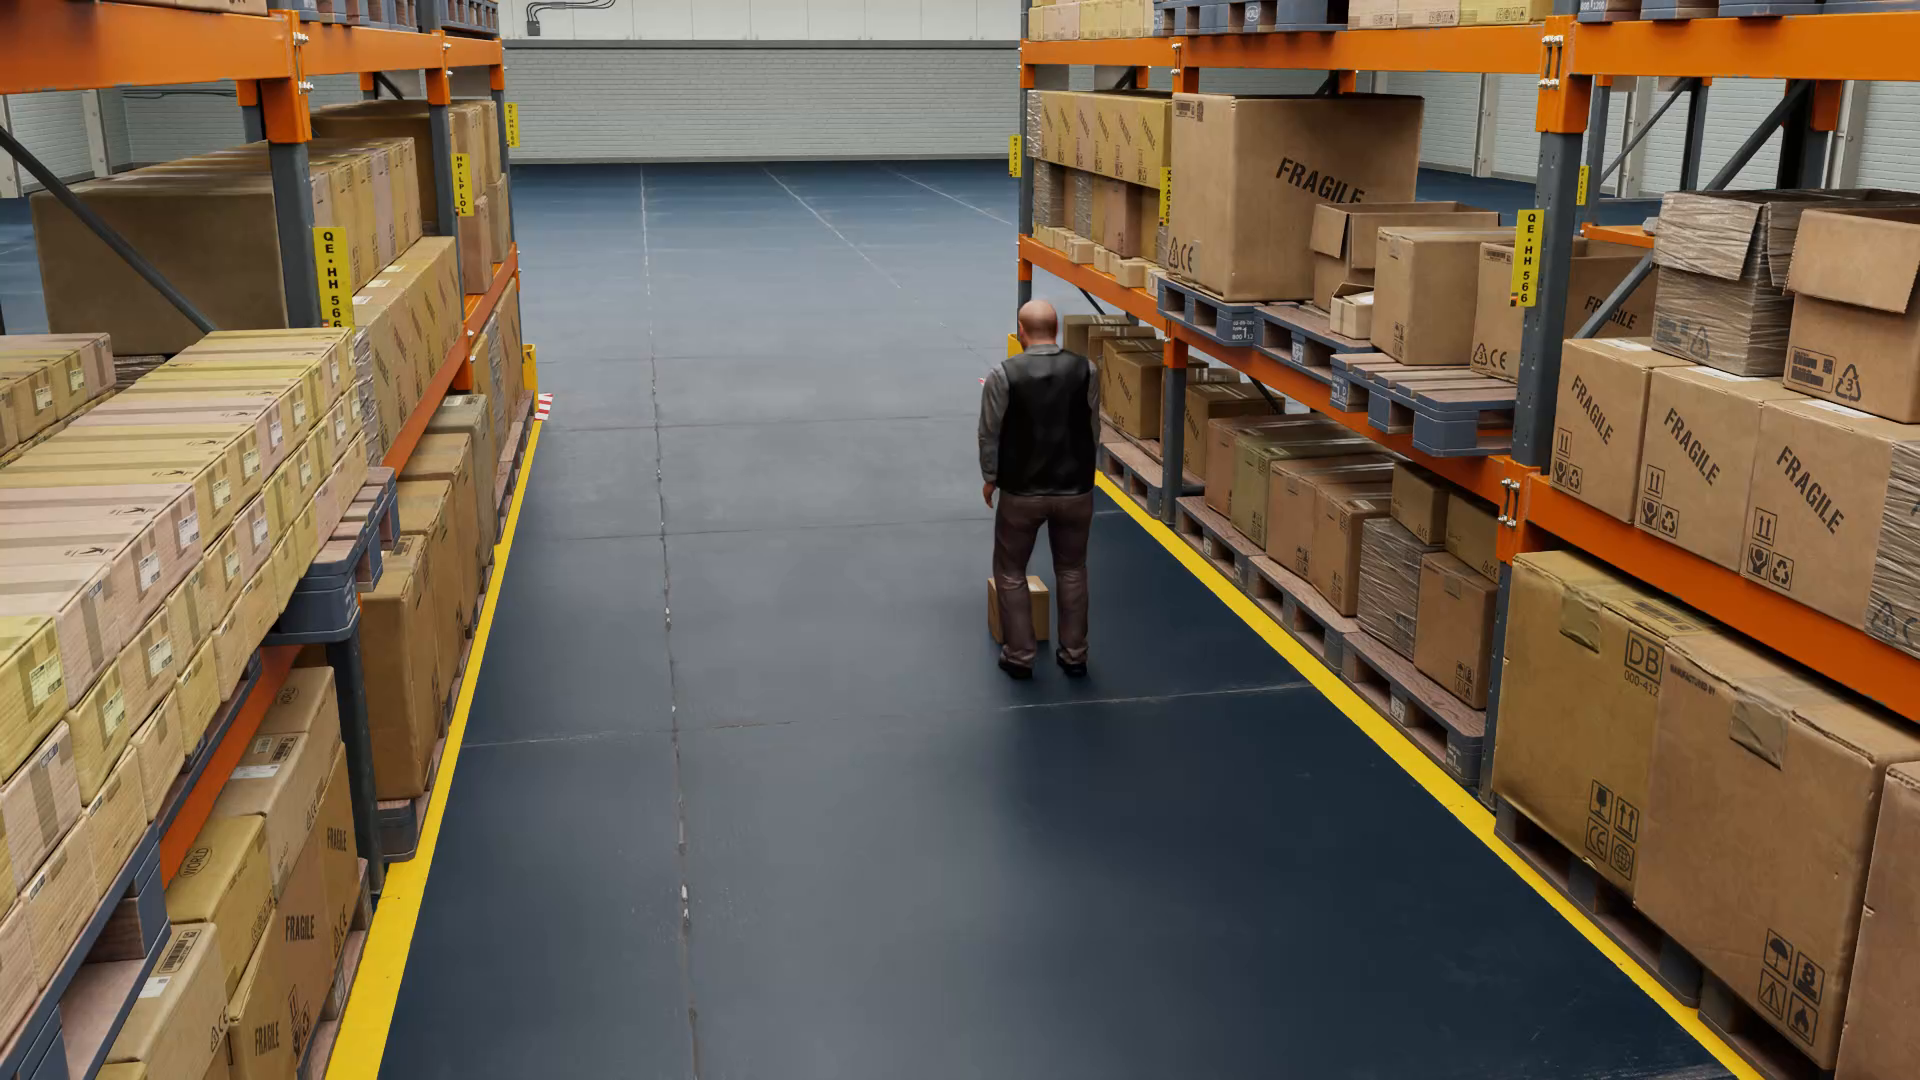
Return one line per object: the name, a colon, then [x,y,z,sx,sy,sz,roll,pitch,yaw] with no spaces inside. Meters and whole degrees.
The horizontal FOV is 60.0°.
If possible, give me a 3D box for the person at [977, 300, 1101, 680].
person: [0.350,-0.211,7.386,0.552,1.686,0.410,-3,16,-9]
